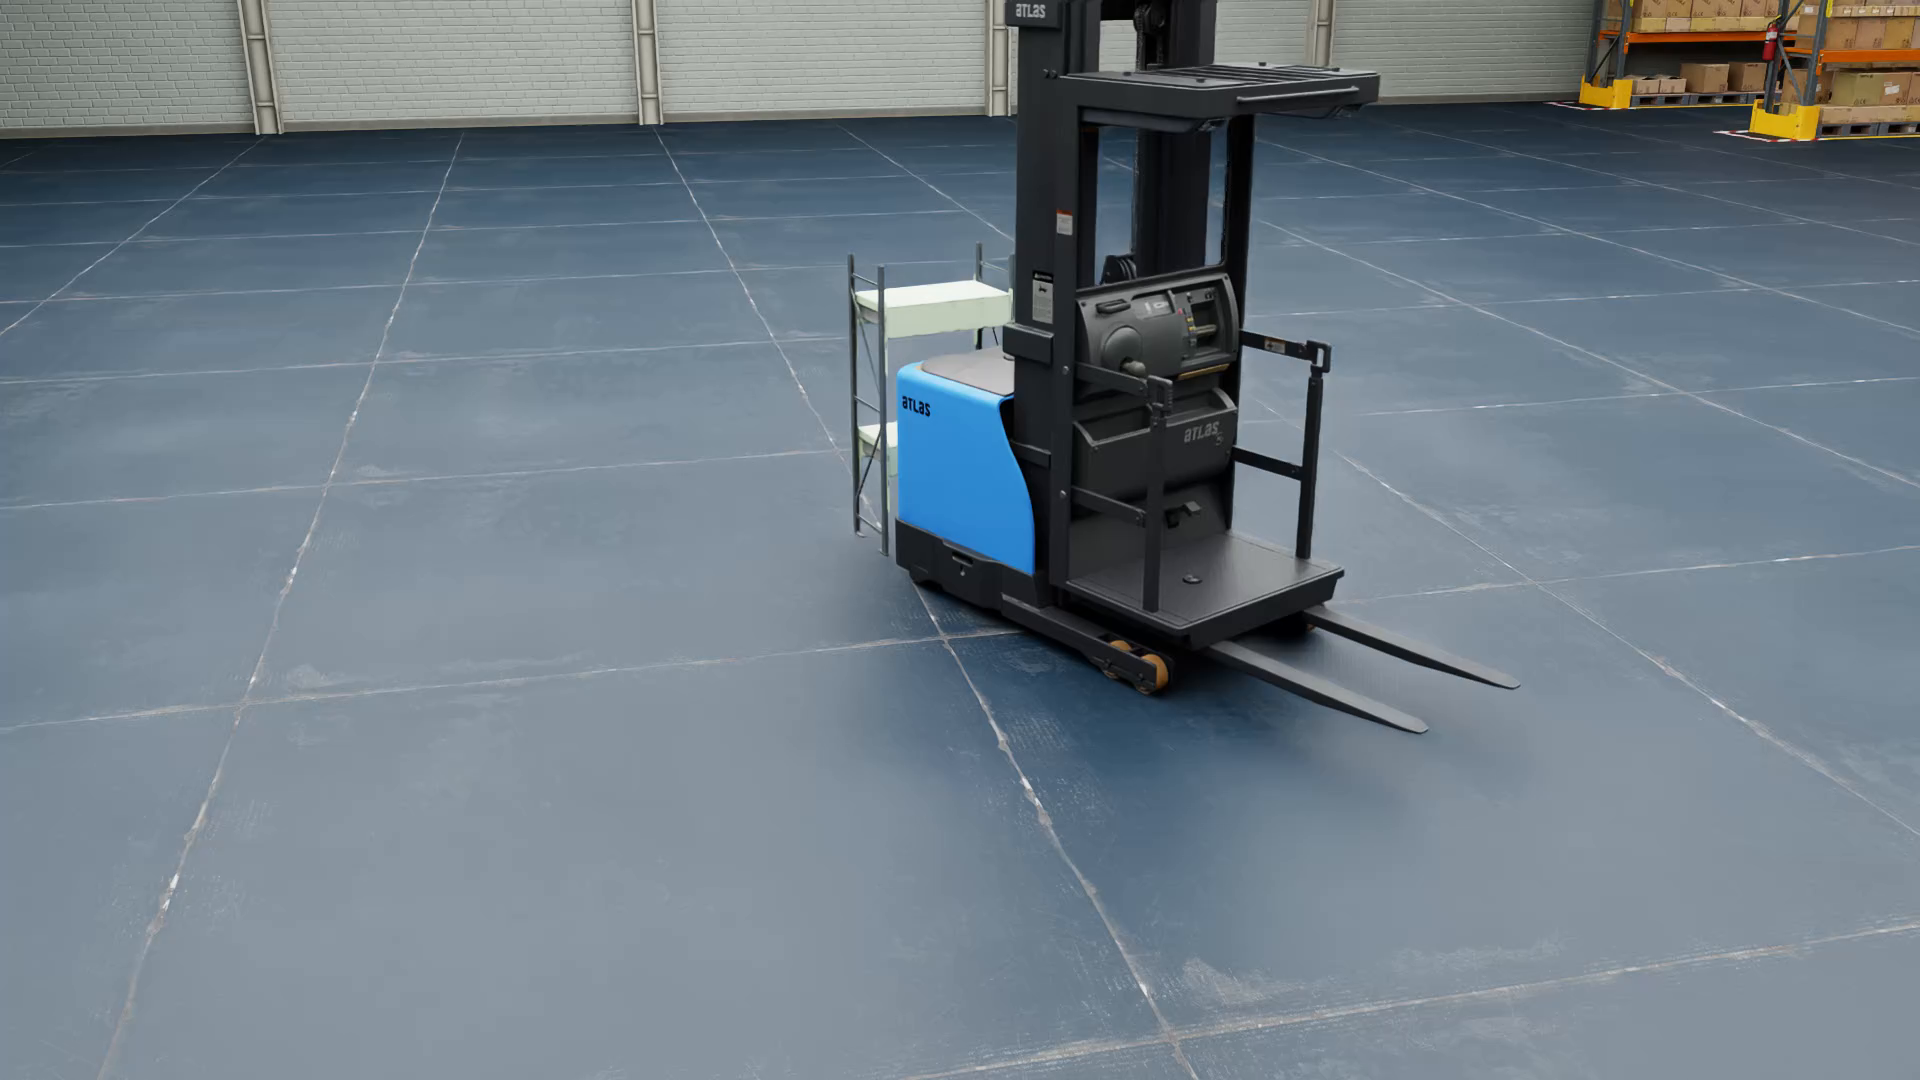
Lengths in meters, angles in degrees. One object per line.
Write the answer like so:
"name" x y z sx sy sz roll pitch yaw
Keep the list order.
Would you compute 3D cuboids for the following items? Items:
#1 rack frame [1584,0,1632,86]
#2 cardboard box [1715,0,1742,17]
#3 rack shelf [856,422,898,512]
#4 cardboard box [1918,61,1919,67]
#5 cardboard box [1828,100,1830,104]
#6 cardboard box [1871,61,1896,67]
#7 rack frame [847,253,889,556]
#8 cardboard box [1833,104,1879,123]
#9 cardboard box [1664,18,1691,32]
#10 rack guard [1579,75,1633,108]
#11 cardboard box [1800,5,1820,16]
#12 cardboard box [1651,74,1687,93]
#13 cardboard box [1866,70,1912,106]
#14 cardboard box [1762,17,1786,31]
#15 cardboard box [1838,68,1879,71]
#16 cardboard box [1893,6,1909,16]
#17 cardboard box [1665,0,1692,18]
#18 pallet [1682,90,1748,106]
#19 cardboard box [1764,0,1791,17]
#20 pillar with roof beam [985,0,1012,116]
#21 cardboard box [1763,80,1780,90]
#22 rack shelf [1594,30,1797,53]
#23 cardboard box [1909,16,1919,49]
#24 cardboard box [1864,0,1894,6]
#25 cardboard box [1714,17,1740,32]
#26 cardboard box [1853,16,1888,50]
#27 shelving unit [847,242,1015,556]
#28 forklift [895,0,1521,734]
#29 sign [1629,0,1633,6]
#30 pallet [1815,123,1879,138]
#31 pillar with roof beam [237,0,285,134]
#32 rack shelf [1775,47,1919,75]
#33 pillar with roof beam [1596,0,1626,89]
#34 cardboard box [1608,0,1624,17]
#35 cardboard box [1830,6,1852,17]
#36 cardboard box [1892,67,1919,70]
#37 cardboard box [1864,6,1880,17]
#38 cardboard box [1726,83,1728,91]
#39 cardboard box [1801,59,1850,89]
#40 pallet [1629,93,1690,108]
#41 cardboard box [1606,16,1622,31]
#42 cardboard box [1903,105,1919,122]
"rack frame" 11.859 -9.464 30.290 0.127 3.000 1.000 -5 21 -12
"cardboard box" 13.880 -9.812 30.338 0.500 0.500 0.500 -4 20 -11
"rack shelf" -0.143 -0.435 8.770 0.720 0.370 0.431 -10 22 -25
"cardboard box" 18.427 -9.054 32.164 0.500 0.500 0.700 -5 21 -13
"cardboard box" 13.940 -6.897 26.670 0.500 0.250 0.500 -5 21 -12
"cardboard box" 17.461 -8.962 31.913 0.500 0.500 0.700 -4 21 -12
"rack frame" -0.469 -0.684 8.502 0.023 1.500 0.400 -10 22 -25
"cardboard box" 14.061 -6.721 26.189 0.500 0.250 0.500 -5 21 -12
"cardboard box" 12.909 -9.381 30.253 0.500 0.250 0.500 -5 21 -14
"rack guard" 11.933 -8.296 30.736 0.348 0.500 1.175 -5 21 -12
"cardboard box" 13.330 -8.252 25.892 0.250 0.149 0.380 -5 21 -13
"cardboard box" 13.108 -8.478 30.867 0.500 0.311 0.500 -3 20 -8
"cardboard box" 14.545 -7.117 26.178 0.500 0.500 0.500 -5 21 -12
"cardboard box" 14.874 -9.544 30.697 0.500 0.250 0.500 -5 21 -12
"cardboard box" 14.426 -7.291 26.653 0.500 0.500 0.500 -5 21 -12
"cardboard box" 14.438 -8.199 25.748 0.250 0.149 0.380 -5 21 -14
"cardboard box" 12.876 -9.728 30.109 0.500 0.500 0.500 -5 21 -12
"pallet" 13.916 -8.309 31.189 1.213 0.211 1.003 -5 21 -12
"cardboard box" 14.878 -9.889 30.550 0.500 0.500 0.500 -5 21 -13
"pillar with roof beam" 1.654 -10.235 23.673 0.400 9.000 9.100 -5 21 -12
"cardboard box" 15.238 -8.605 31.423 0.250 0.166 0.380 -7 21 -20
"rack shelf" 13.805 -9.285 30.846 4.000 0.370 1.077 -5 21 -12
"cardboard box" 14.966 -8.009 26.173 0.500 0.500 0.700 -4 21 -11
"cardboard box" 14.022 -8.543 25.743 0.500 0.500 0.700 -5 21 -14
"cardboard box" 13.898 -9.459 30.464 0.500 0.250 0.500 -4 21 -12
"cardboard box" 13.970 -7.929 25.954 0.500 0.500 0.700 -4 21 -11
"shelving unit" -0.143 -0.741 8.658 0.755 1.500 0.431 -10 22 -25
"forklift" 1.006 -0.920 7.065 1.130 2.935 3.031 -16 25 -37
"sign" 11.984 -9.689 29.645 0.005 0.325 0.100 -5 21 -12
"pallet" 13.737 -6.572 26.447 1.213 0.211 1.003 -5 21 -12
"pillar with roof beam" -10.024 -9.285 21.080 0.400 9.000 9.100 -5 21 -12
"rack shelf" 14.949 -7.627 26.320 4.000 0.370 1.077 -5 21 -12
"pillar with roof beam" 13.332 -11.185 26.266 0.400 9.000 9.100 -5 21 -12
"cardboard box" 12.269 -9.864 30.479 0.500 0.500 0.500 -5 21 -13
"cardboard box" 13.434 -8.117 25.523 0.250 0.149 0.380 -5 21 -13
"cardboard box" 15.399 -7.370 26.870 0.500 0.500 0.500 -5 21 -12
"cardboard box" 13.933 -8.158 25.635 0.250 0.149 0.380 -5 21 -12
"cardboard box" 14.190 -8.529 31.241 0.250 0.149 0.380 -6 21 -17
"cardboard box" 16.464 -8.877 31.683 0.500 0.500 0.700 -4 20 -11
"pallet" 12.732 -8.213 30.929 1.213 0.211 1.003 -5 21 -12
"cardboard box" 12.269 -9.505 30.590 0.500 0.250 0.500 -4 21 -12
"cardboard box" 15.036 -6.799 26.400 0.500 0.250 0.500 -5 21 -12
